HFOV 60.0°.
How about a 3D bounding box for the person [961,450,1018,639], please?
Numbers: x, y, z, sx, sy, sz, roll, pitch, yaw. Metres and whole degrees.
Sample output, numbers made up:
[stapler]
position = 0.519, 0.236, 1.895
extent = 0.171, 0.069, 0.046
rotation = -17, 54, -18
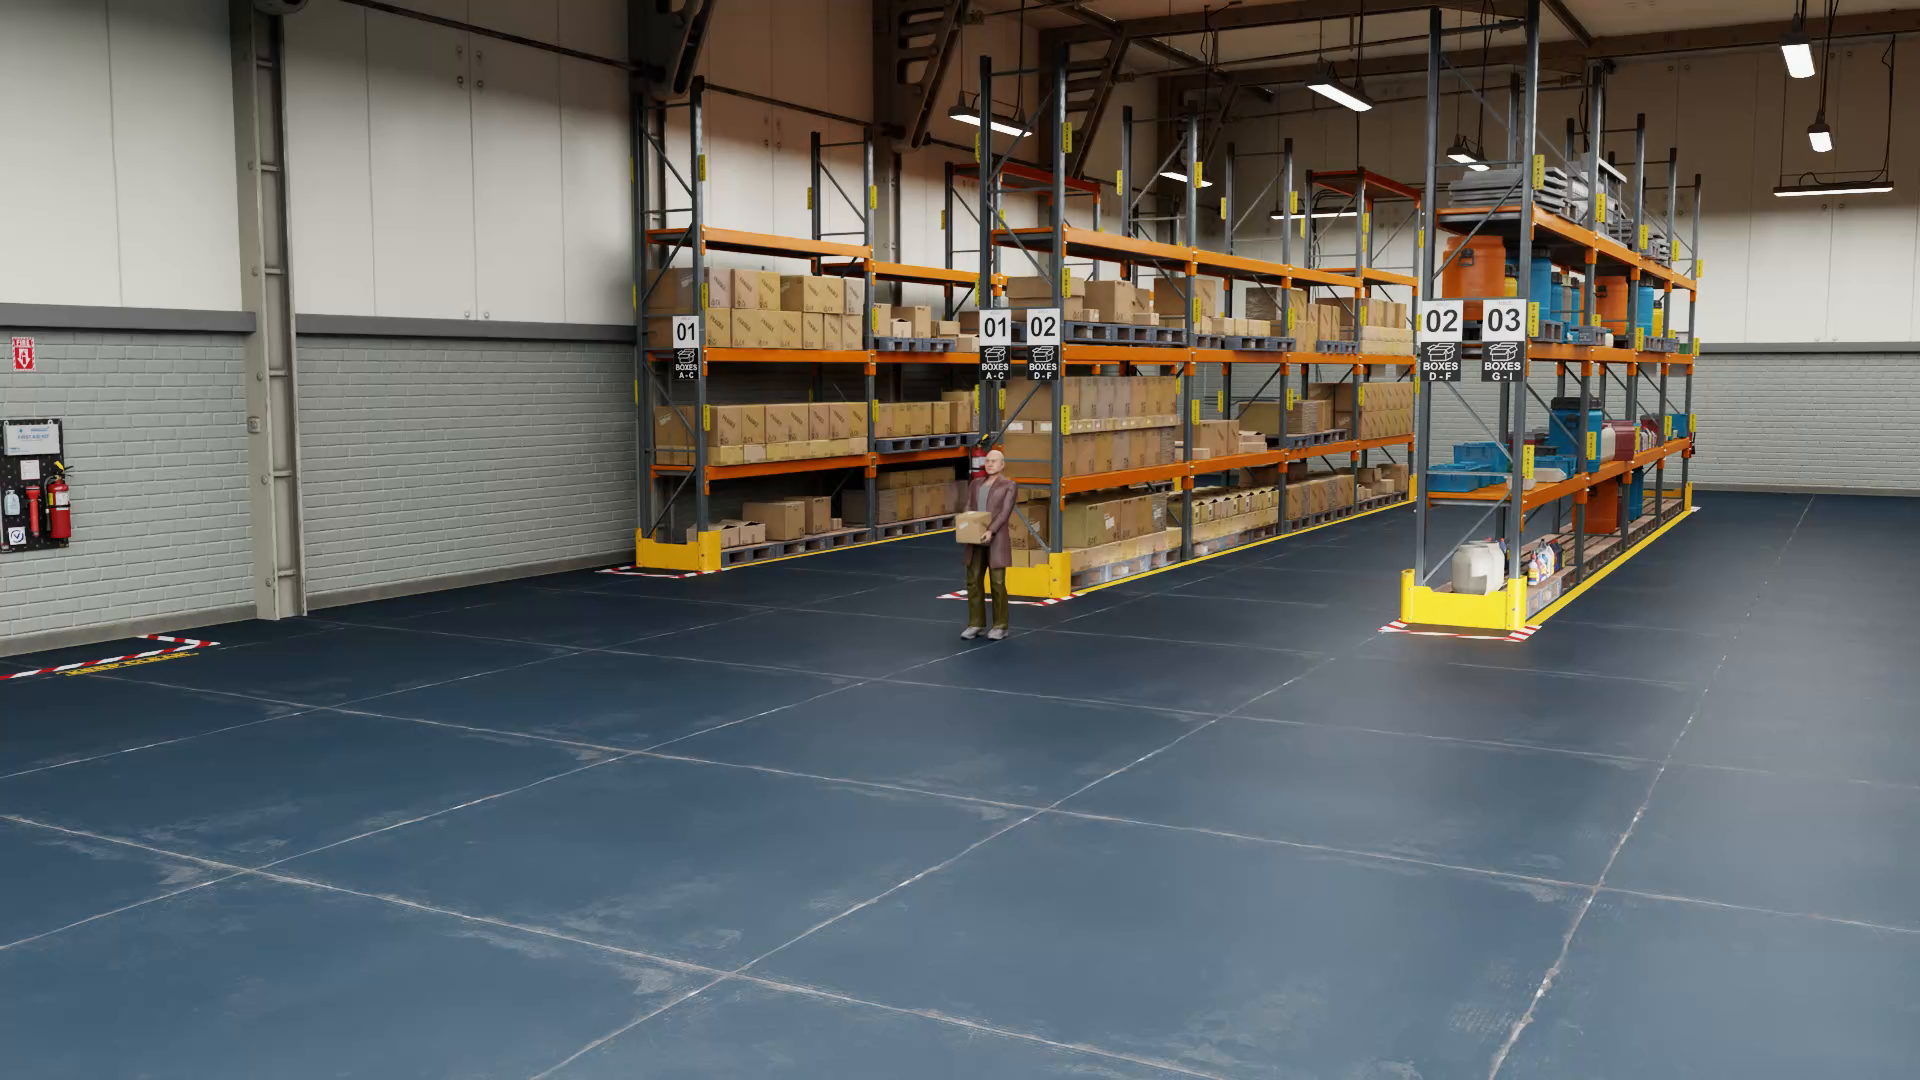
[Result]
[person]
position = 0.227, 0.048, 15.622
extent = 0.528, 1.770, 0.563
rotation = 3, 7, 30
